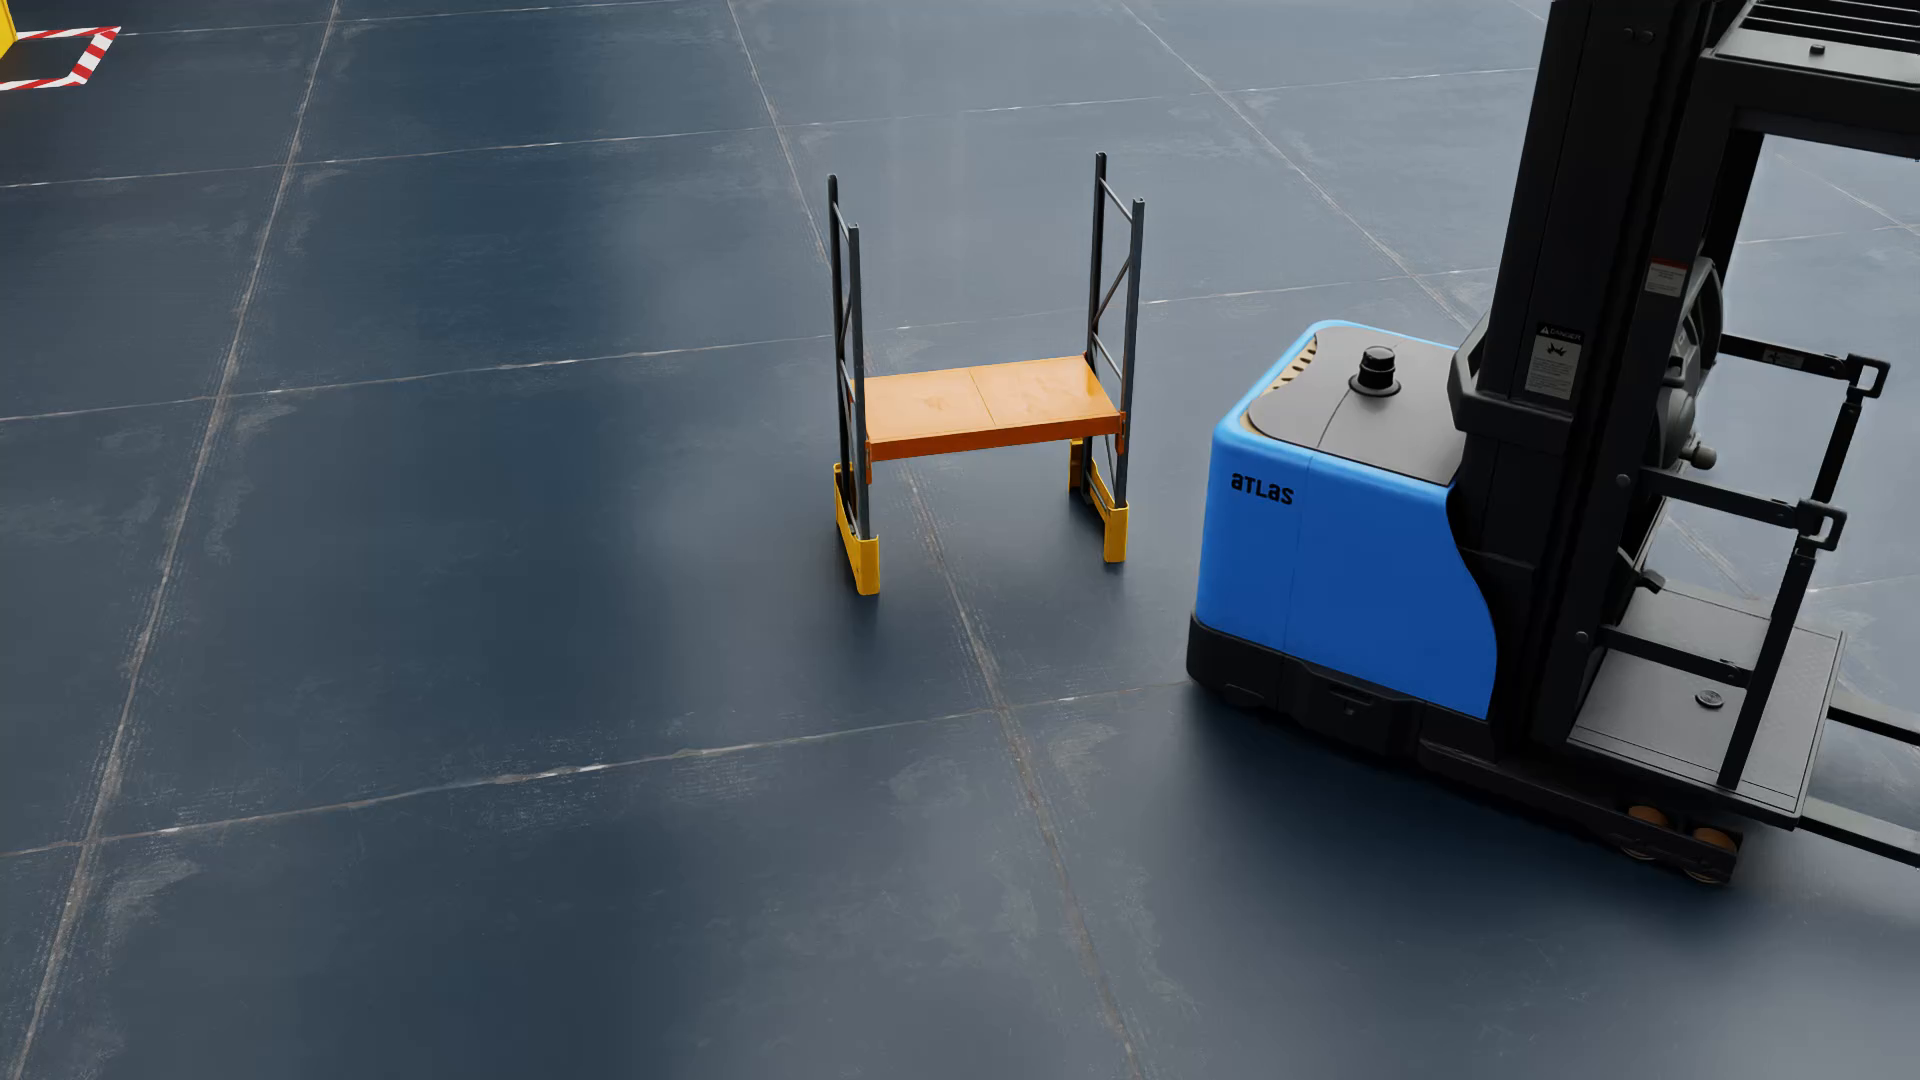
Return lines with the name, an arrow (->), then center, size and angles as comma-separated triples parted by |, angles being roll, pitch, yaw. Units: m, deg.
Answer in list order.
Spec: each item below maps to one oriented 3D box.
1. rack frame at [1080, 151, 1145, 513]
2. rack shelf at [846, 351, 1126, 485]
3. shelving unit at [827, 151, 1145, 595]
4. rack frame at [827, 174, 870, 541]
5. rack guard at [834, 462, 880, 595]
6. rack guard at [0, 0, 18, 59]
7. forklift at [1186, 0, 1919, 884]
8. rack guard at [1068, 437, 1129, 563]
rack frame -> 0.579, -0.696, 6.441 | 0.032, 1.500, 0.500 | -7, 35, -11
rack shelf -> 0.083, -0.484, 6.448 | 1.000, 0.185, 0.538 | -7, 35, -11
shelving unit -> 0.074, -0.632, 6.346 | 1.083, 1.500, 0.587 | -7, 35, -11
rack frame -> -0.413, -0.571, 6.255 | 0.032, 1.500, 0.500 | -7, 35, -11
rack guard -> -0.411, -0.052, 6.603 | 0.087, 0.250, 0.587 | -7, 35, -11
rack guard -> -6.991, -3.592, 11.654 | 0.348, 0.500, 1.175 | -7, 35, -11
forklift -> 2.336, -0.494, 4.855 | 3.031, 2.935, 1.130 | 18, 38, 25
rack guard -> 0.560, -0.174, 6.786 | 0.087, 0.250, 0.587 | -7, 35, -11
